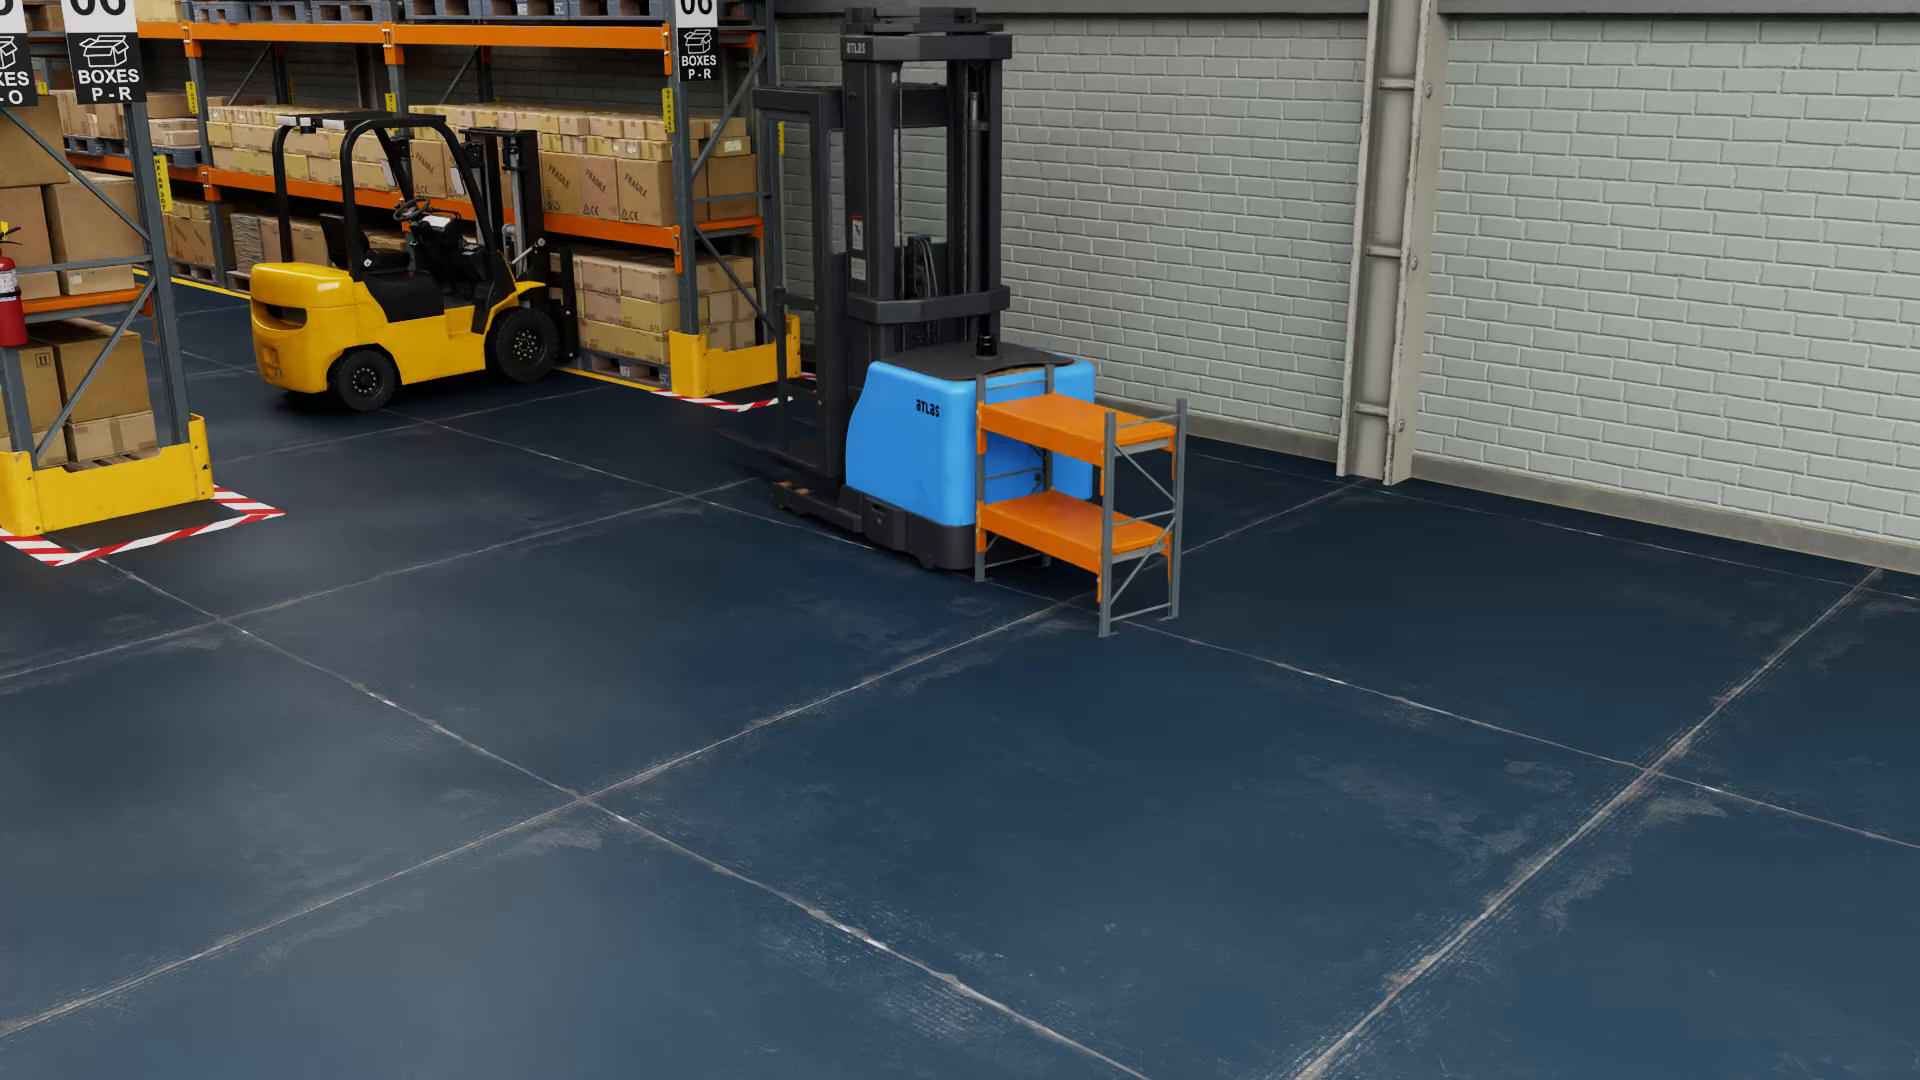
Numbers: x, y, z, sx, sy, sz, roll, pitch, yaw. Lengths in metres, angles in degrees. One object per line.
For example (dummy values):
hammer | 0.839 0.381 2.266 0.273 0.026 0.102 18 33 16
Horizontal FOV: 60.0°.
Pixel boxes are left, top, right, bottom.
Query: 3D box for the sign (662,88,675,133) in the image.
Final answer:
sign | -2.210 -3.260 12.620 0.005 0.325 0.100 15 23 39

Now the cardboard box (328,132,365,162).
cardboard box | -5.757 -3.828 16.136 0.500 0.250 0.500 14 23 38

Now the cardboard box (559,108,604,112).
cardboard box | -3.286 -3.699 14.580 0.250 0.149 0.380 16 24 41

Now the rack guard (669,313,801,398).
rack guard | -1.821 -1.519 13.572 0.348 0.500 1.175 15 23 39

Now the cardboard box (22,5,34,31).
cardboard box | -5.419 -3.074 9.796 0.250 0.149 0.380 14 22 38

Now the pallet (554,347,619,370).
pallet | -3.347 -1.776 14.857 1.213 0.211 1.003 15 23 39

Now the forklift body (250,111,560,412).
forklift body | -4.468 -2.279 13.237 1.214 2.155 2.313 15 23 39

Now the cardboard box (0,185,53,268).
cardboard box | -5.720 -1.828 9.755 0.500 0.500 0.500 15 23 38

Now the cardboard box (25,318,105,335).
cardboard box | -5.963 -1.172 10.957 0.500 0.500 0.500 14 22 37

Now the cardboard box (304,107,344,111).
cardboard box | -6.648 -4.462 17.476 0.250 0.149 0.380 15 23 39

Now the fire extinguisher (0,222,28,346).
fire extinguisher | -5.351 -1.428 9.279 0.183 0.674 0.296 15 23 39

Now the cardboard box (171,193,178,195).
cardboard box | -9.483 -4.015 19.670 0.250 0.149 0.380 15 23 39

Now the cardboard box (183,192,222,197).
cardboard box | -9.009 -4.062 19.819 0.250 0.149 0.380 15 23 40

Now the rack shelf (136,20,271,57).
rack shelf | -9.319 -5.810 19.191 4.000 0.370 1.077 15 23 39

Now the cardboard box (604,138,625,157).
cardboard box | -2.649 -3.189 13.464 0.250 0.149 0.380 16 23 40

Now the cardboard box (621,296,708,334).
cardboard box | -2.411 -1.870 13.571 0.500 0.250 0.500 15 23 39

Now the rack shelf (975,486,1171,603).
rack shelf | 0.590 0.004 8.546 0.538 0.278 1.000 -12 21 -34

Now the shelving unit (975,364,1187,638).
shelving unit | 0.590 -0.229 8.472 0.538 1.125 1.048 -12 21 -34

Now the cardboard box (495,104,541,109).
cardboard box | -4.025 -3.912 15.249 0.250 0.149 0.380 15 23 39

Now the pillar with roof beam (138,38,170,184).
pillar with roof beam | -13.594 -7.354 17.908 0.400 9.000 9.100 15 23 39

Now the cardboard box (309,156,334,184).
cardboard box | -6.112 -3.695 16.545 0.500 0.250 0.500 15 23 40

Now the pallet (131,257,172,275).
pallet | -9.264 -3.396 19.964 1.213 0.211 1.003 15 23 39

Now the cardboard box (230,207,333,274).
cardboard box | -7.365 -3.262 18.162 0.625 0.625 0.875 16 24 41

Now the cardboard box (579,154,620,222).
cardboard box | -2.763 -2.909 13.653 0.500 0.500 0.500 16 24 41

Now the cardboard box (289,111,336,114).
cardboard box | -6.549 -4.261 16.841 0.250 0.149 0.380 15 23 39

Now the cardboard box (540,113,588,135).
cardboard box | -3.268 -3.472 13.864 0.250 0.149 0.380 16 23 40

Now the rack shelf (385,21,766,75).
rack shelf | -3.335 -4.204 14.130 4.000 0.370 1.077 15 23 39

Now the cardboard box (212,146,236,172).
cardboard box | -7.653 -4.106 17.838 0.500 0.250 0.500 15 23 39

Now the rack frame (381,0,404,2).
rack frame | -4.831 -6.378 14.833 0.127 3.000 1.000 15 23 39

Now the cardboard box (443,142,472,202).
cardboard box | -4.272 -3.317 14.940 0.500 0.500 0.500 16 23 40

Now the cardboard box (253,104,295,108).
cardboard box | -7.445 -4.659 18.096 0.250 0.149 0.380 16 24 41

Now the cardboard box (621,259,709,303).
cardboard box | -2.391 -2.104 13.480 0.500 0.250 0.500 16 24 41

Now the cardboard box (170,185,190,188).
cardboard box | -9.751 -4.290 20.537 0.250 0.149 0.380 14 22 37

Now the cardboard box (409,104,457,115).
cardboard box | -4.789 -3.886 15.169 0.250 0.149 0.380 16 23 40

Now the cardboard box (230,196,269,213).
cardboard box | -8.187 -3.874 19.226 0.250 0.149 0.380 16 24 41

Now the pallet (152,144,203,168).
pallet | -8.376 -4.351 18.679 1.003 0.211 1.213 15 23 39

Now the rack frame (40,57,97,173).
rack frame | -10.814 -5.125 20.801 0.127 3.000 1.000 15 23 39

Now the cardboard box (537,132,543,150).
cardboard box | -3.387 -3.401 14.132 0.250 0.149 0.380 15 23 39

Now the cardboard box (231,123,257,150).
cardboard box | -7.279 -4.243 17.445 0.500 0.250 0.500 16 24 41

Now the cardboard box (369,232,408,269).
cardboard box | -5.229 -2.689 16.358 0.625 0.625 0.875 16 24 42

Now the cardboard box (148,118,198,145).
cardboard box | -8.827 -4.589 18.667 0.500 0.250 0.500 14 22 37

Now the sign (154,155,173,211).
sign | -4.771 -2.127 9.924 0.005 0.325 0.100 15 23 39

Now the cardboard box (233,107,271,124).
cardboard box | -7.370 -4.449 17.434 0.250 0.149 0.380 16 24 41

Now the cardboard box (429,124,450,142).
cardboard box | -4.572 -3.700 15.075 0.250 0.149 0.380 16 23 41

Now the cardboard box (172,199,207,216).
cardboard box | -8.753 -3.792 18.968 0.250 0.149 0.380 14 22 37

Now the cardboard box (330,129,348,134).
cardboard box | -5.872 -4.025 16.099 0.250 0.149 0.380 14 22 38

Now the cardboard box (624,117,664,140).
cardboard box | -2.452 -3.281 13.261 0.250 0.149 0.380 15 23 39

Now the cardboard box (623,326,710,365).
cardboard box | -2.400 -1.628 13.634 0.500 0.250 0.500 15 23 40

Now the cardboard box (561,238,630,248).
cardboard box | -3.195 -2.528 14.816 0.500 0.250 0.500 14 23 38

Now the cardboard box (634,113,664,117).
cardboard box | -2.504 -3.493 13.930 0.250 0.149 0.380 15 23 40

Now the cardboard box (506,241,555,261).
cardboard box | -3.922 -2.514 14.774 0.500 0.250 0.500 16 24 41

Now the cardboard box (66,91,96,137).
cardboard box | -10.214 -5.121 19.930 0.500 0.500 0.700 15 23 40

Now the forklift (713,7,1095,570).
forklift | -0.512 -1.620 9.871 1.130 2.935 3.031 -12 21 -34

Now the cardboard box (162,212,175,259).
cardboard box | -9.042 -3.574 19.353 0.500 0.500 0.500 16 24 42

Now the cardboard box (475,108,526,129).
cardboard box | -4.001 -3.684 14.532 0.250 0.149 0.380 15 23 38
